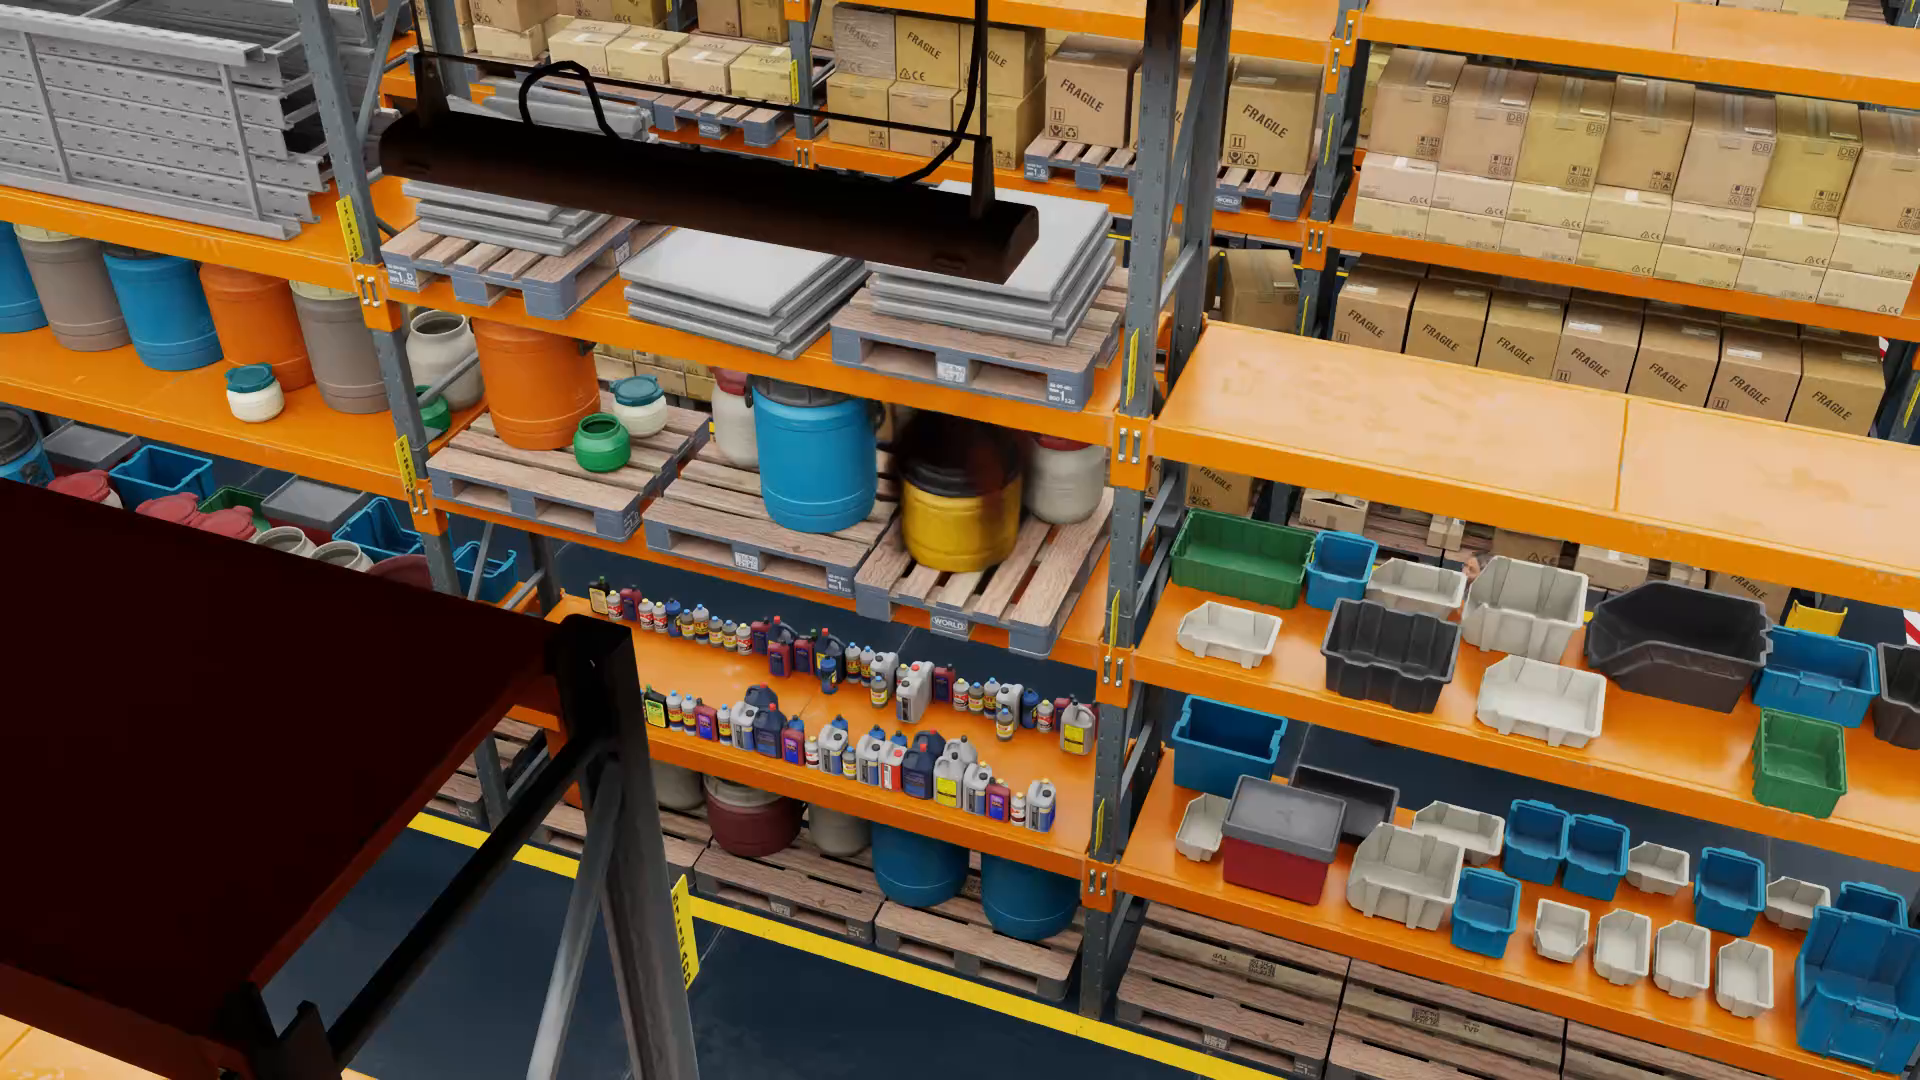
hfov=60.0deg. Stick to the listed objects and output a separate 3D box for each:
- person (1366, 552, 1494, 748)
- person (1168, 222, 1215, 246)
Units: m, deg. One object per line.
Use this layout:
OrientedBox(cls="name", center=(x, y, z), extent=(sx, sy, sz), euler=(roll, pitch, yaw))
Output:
OrientedBox(cls="person", center=(3.232, 0.736, 10.863), extent=(0.920, 1.582, 0.467), euler=(10, 38, 13))
OrientedBox(cls="person", center=(2.060, -2.741, 15.596), extent=(0.557, 1.758, 0.542), euler=(-18, 40, -23))
